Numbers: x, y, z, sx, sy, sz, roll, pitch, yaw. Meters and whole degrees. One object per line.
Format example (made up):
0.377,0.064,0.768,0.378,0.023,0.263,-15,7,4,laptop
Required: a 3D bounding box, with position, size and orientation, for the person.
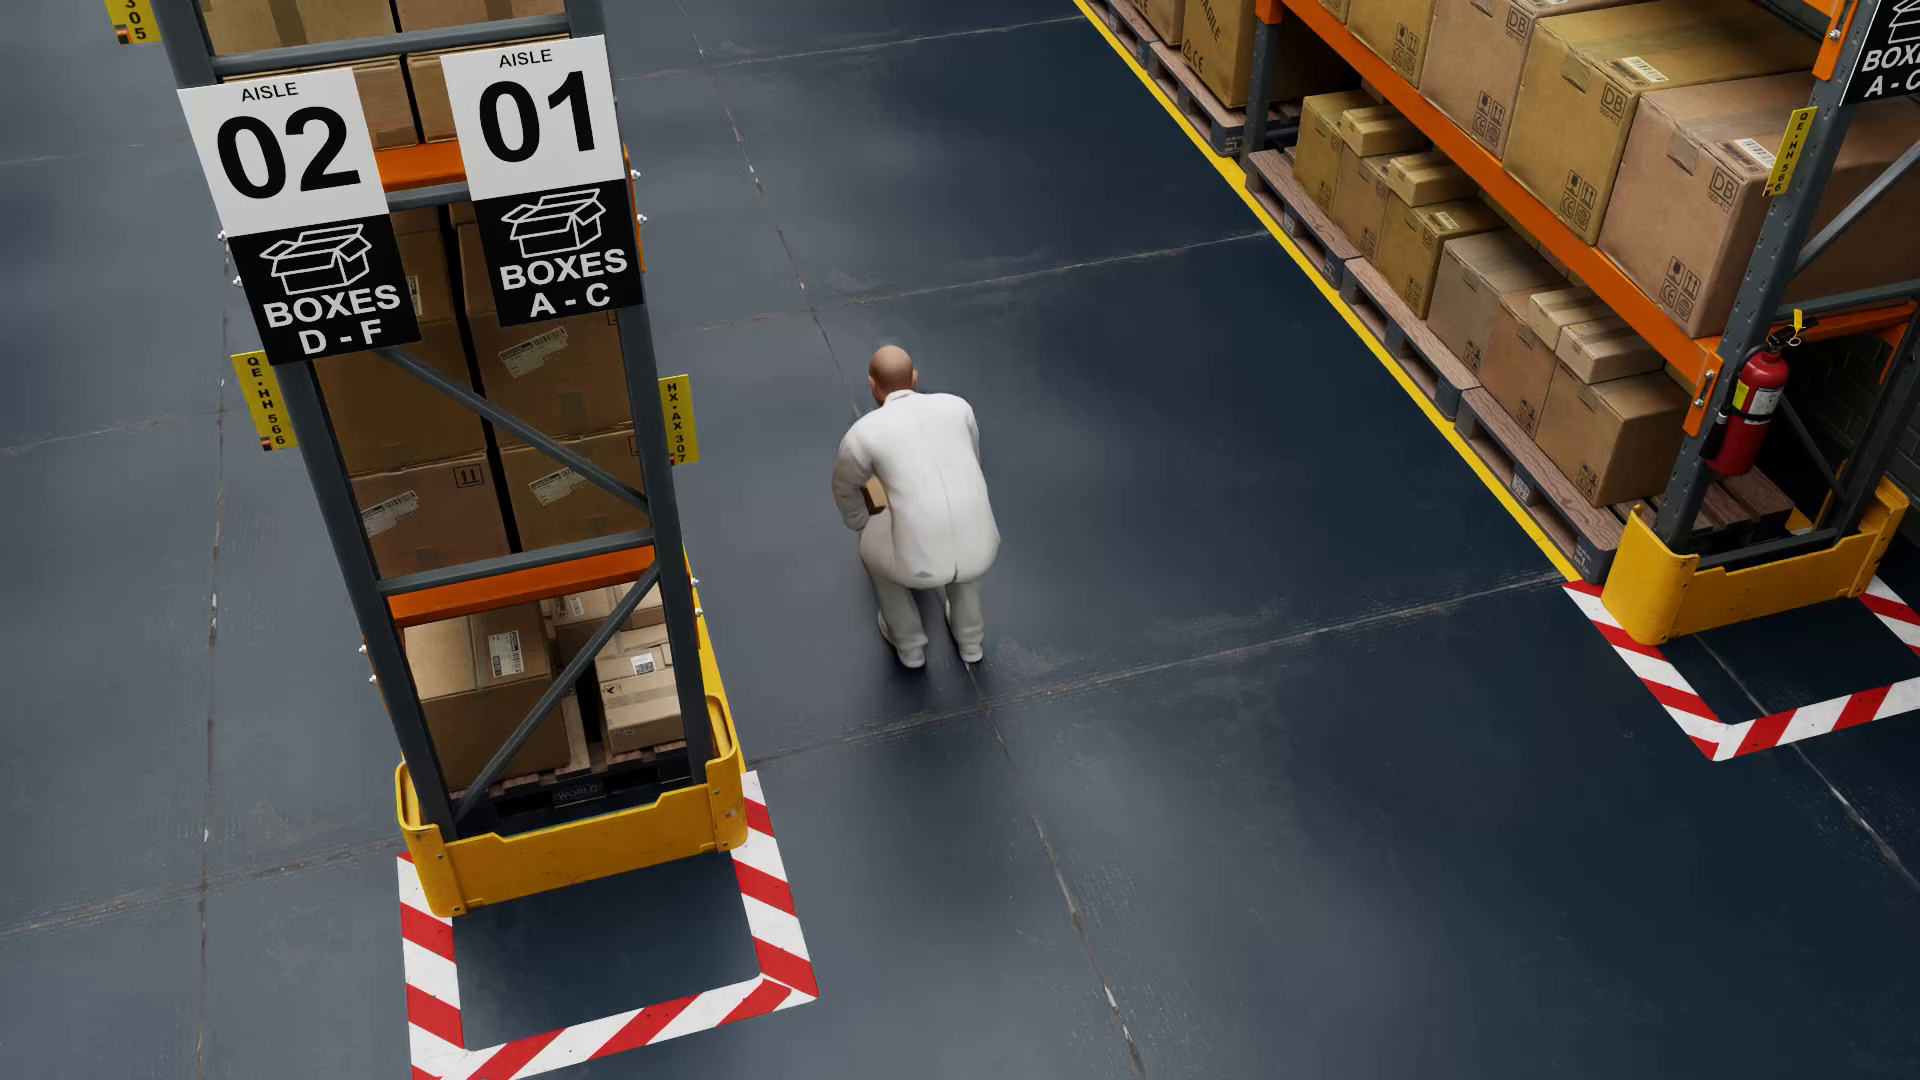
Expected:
-0.164,-0.075,6.644,0.633,1.263,0.786,-12,43,-13,person
